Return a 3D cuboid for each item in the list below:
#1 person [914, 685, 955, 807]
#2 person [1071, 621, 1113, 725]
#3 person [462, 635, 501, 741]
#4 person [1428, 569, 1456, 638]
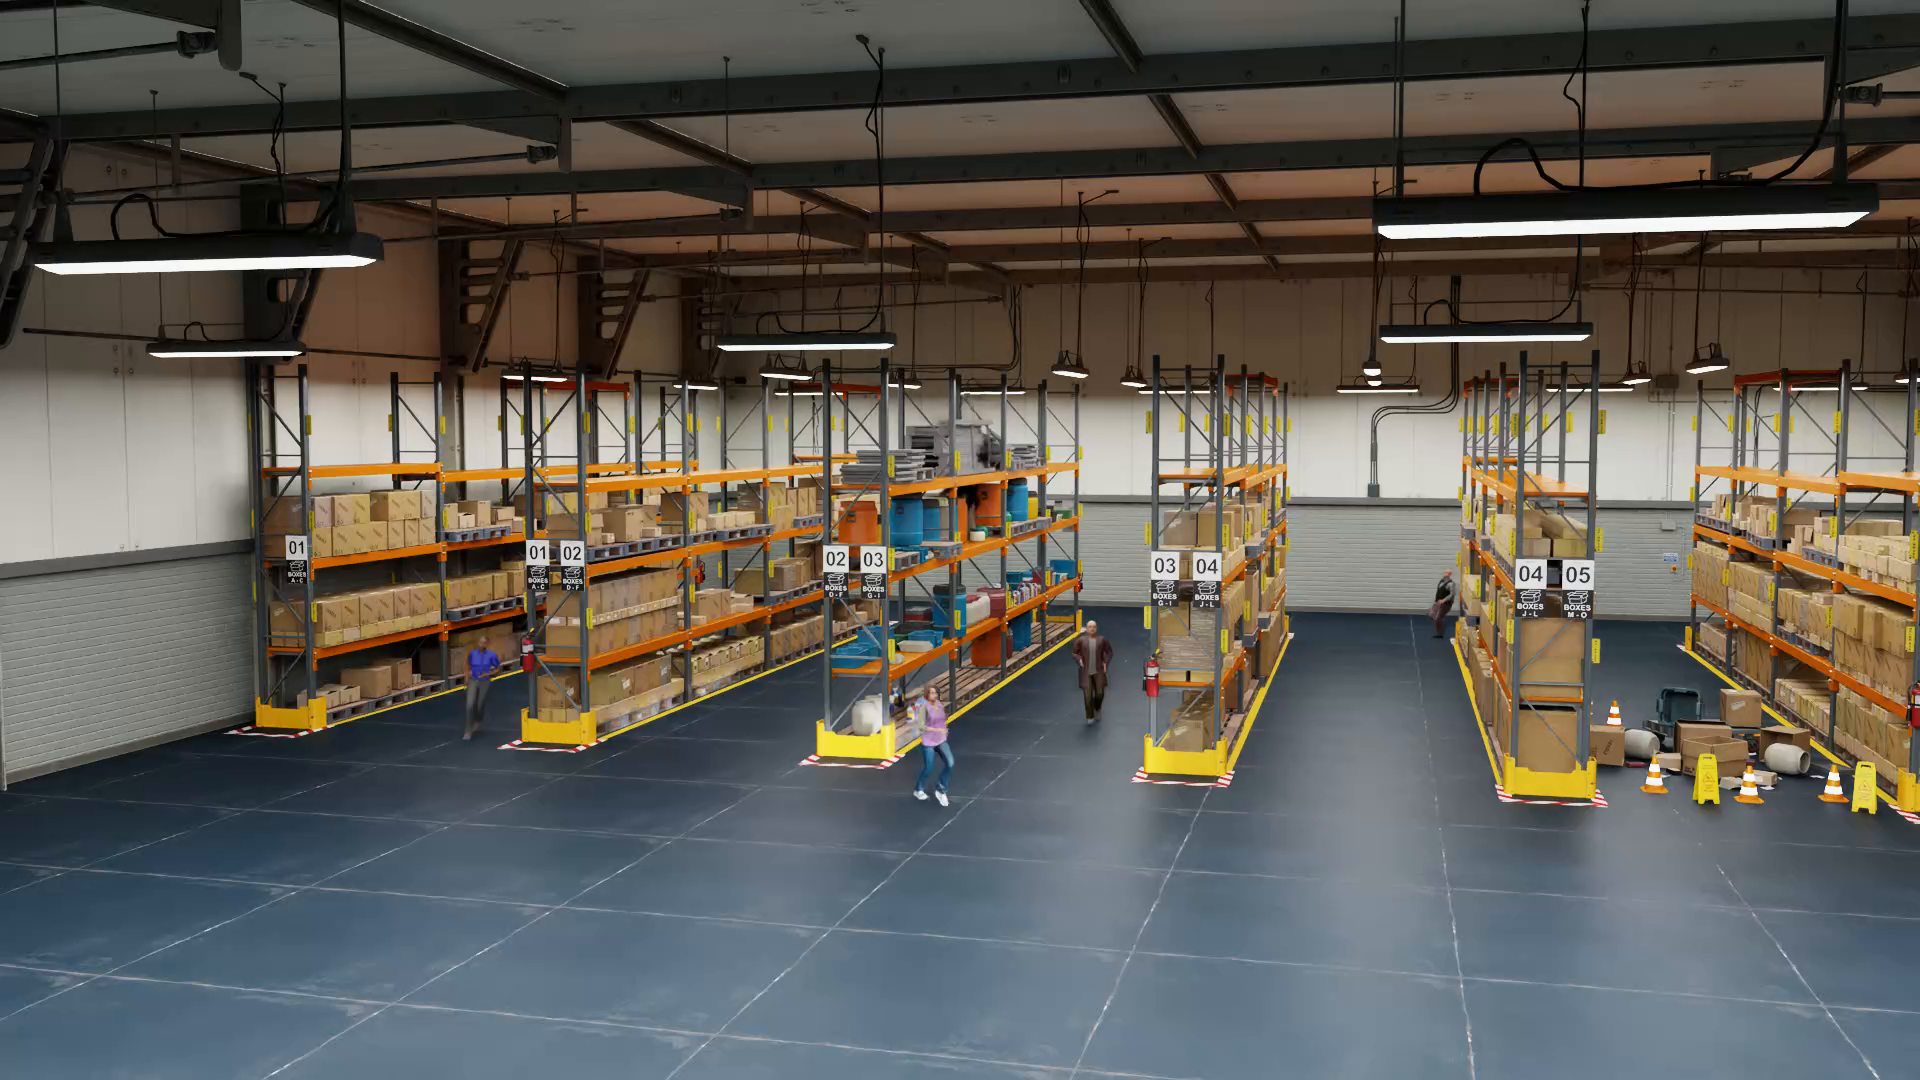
[{"bbox_3d":[-0.343,2.709,21.973,0.546,1.605,0.690,-3,5,-38],"label":"person"},{"bbox_3d":[2.205,2.218,27.734,0.703,1.729,0.651,0,4,2],"label":"person"},{"bbox_3d":[-7.685,2.354,26.789,0.594,1.659,0.869,-1,4,-8],"label":"person"},{"bbox_3d":[11.293,1.493,38.957,0.529,1.649,0.684,-1,4,-21],"label":"person"}]
